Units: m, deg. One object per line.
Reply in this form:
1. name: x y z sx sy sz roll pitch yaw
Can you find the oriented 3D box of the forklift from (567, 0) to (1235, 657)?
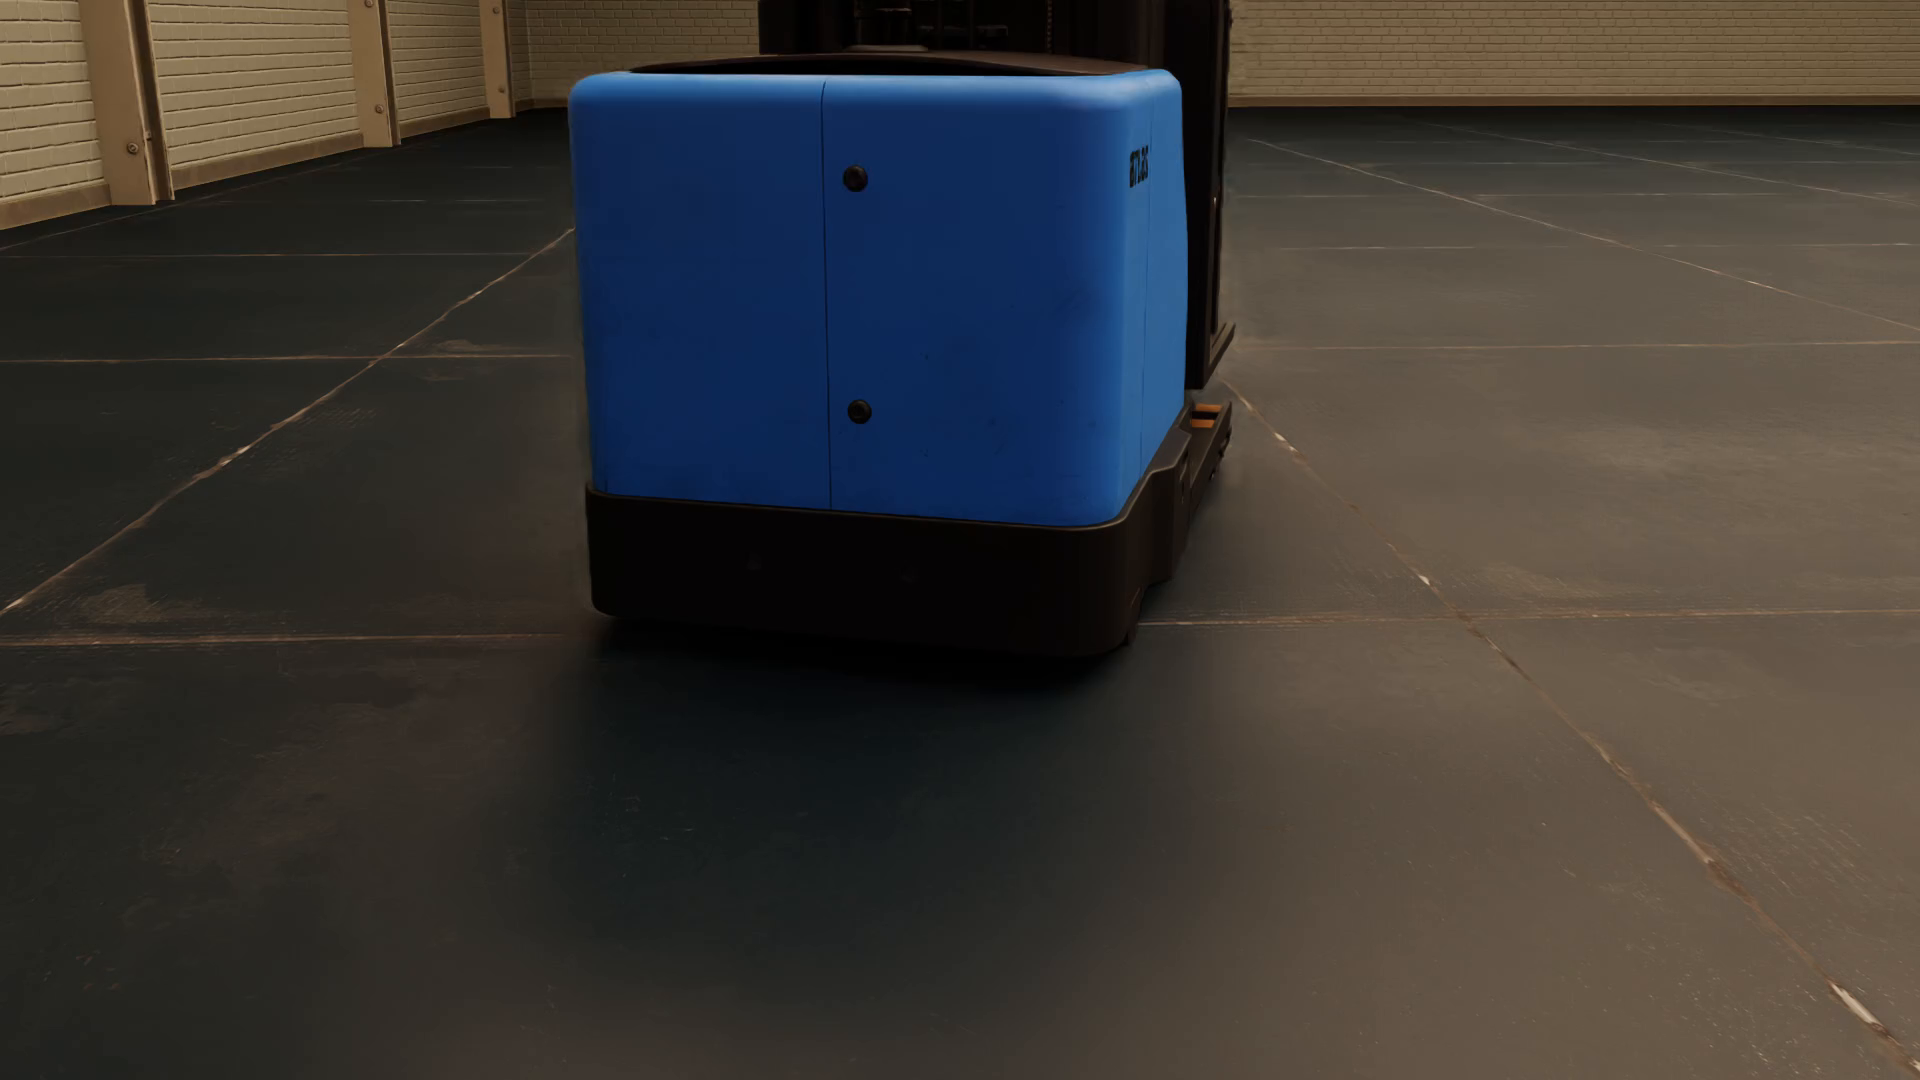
1. forklift: 0.137 -1.582 4.080 1.130 2.935 3.031 4 18 14
